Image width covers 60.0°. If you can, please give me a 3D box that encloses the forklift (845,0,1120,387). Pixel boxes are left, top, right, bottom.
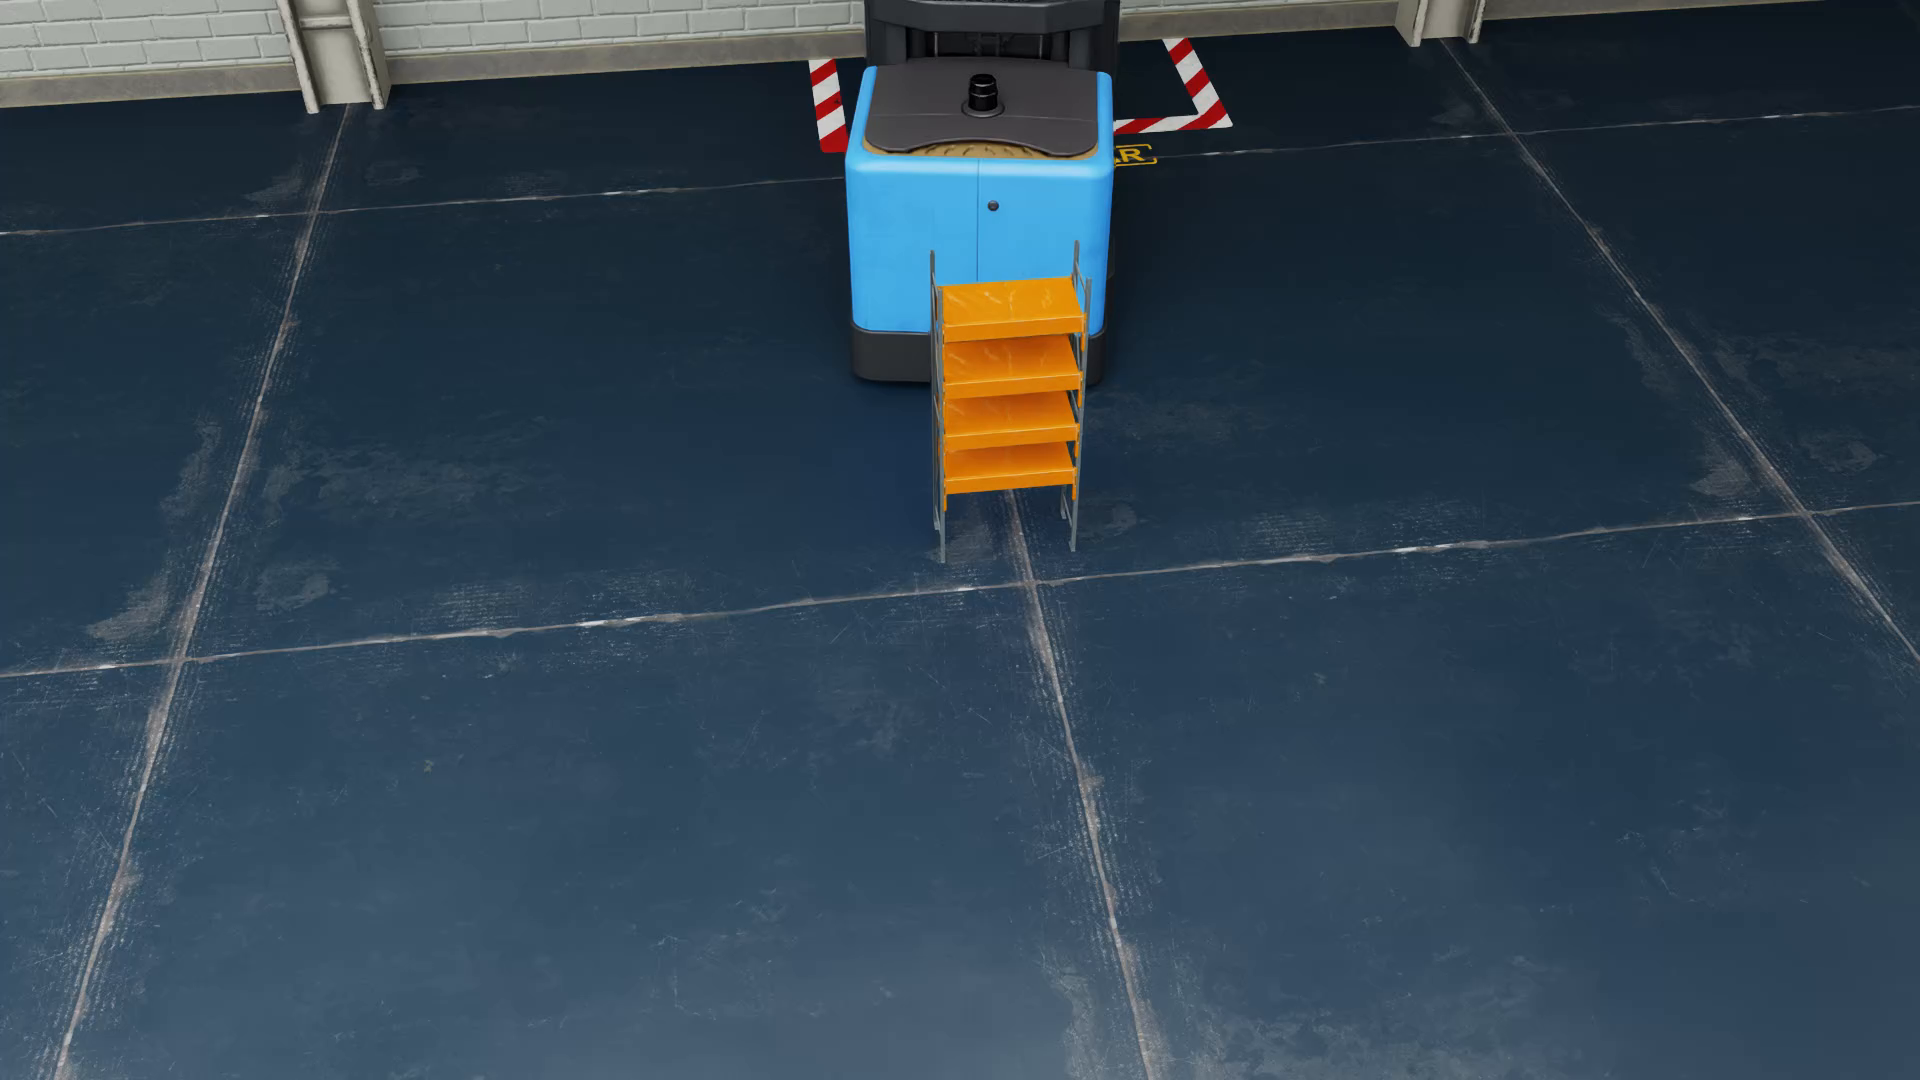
[{"bbox_3d":[0.150,-2.691,7.045,1.130,2.935,3.031,2,42,2],"label":"forklift"}]

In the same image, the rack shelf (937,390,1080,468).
[{"bbox_3d":[0.164,-0.410,5.909,0.480,0.148,0.258,-5,42,-6],"label":"rack shelf"}]

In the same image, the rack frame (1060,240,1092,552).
[{"bbox_3d":[0.406,-0.481,5.888,0.015,1.200,0.240,-5,42,-6],"label":"rack frame"}]

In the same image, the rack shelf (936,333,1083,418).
[{"bbox_3d":[0.164,-0.576,5.759,0.480,0.148,0.258,-5,42,-6],"label":"rack shelf"}]

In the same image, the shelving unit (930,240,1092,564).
[{"bbox_3d":[0.164,-0.460,5.864,0.503,1.200,0.258,-5,42,-6],"label":"shelving unit"}]

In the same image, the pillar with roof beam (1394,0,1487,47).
[{"bbox_3d":[3.257,-3.365,3.262,0.400,9.000,9.100,-5,42,-6],"label":"pillar with roof beam"}]

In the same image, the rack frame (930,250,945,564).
[{"bbox_3d":[-0.078,-0.439,5.841,0.015,1.200,0.240,-5,42,-6],"label":"rack frame"}]

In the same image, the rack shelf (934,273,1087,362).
[{"bbox_3d":[0.164,-0.752,5.601,0.480,0.148,0.258,-5,42,-6],"label":"rack shelf"}]

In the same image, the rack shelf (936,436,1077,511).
[{"bbox_3d":[0.164,-0.262,6.042,0.480,0.148,0.258,-5,42,-6],"label":"rack shelf"}]

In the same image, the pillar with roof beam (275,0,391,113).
[{"bbox_3d":[-2.693,-2.844,2.684,0.400,9.000,9.100,-5,42,-6],"label":"pillar with roof beam"}]
